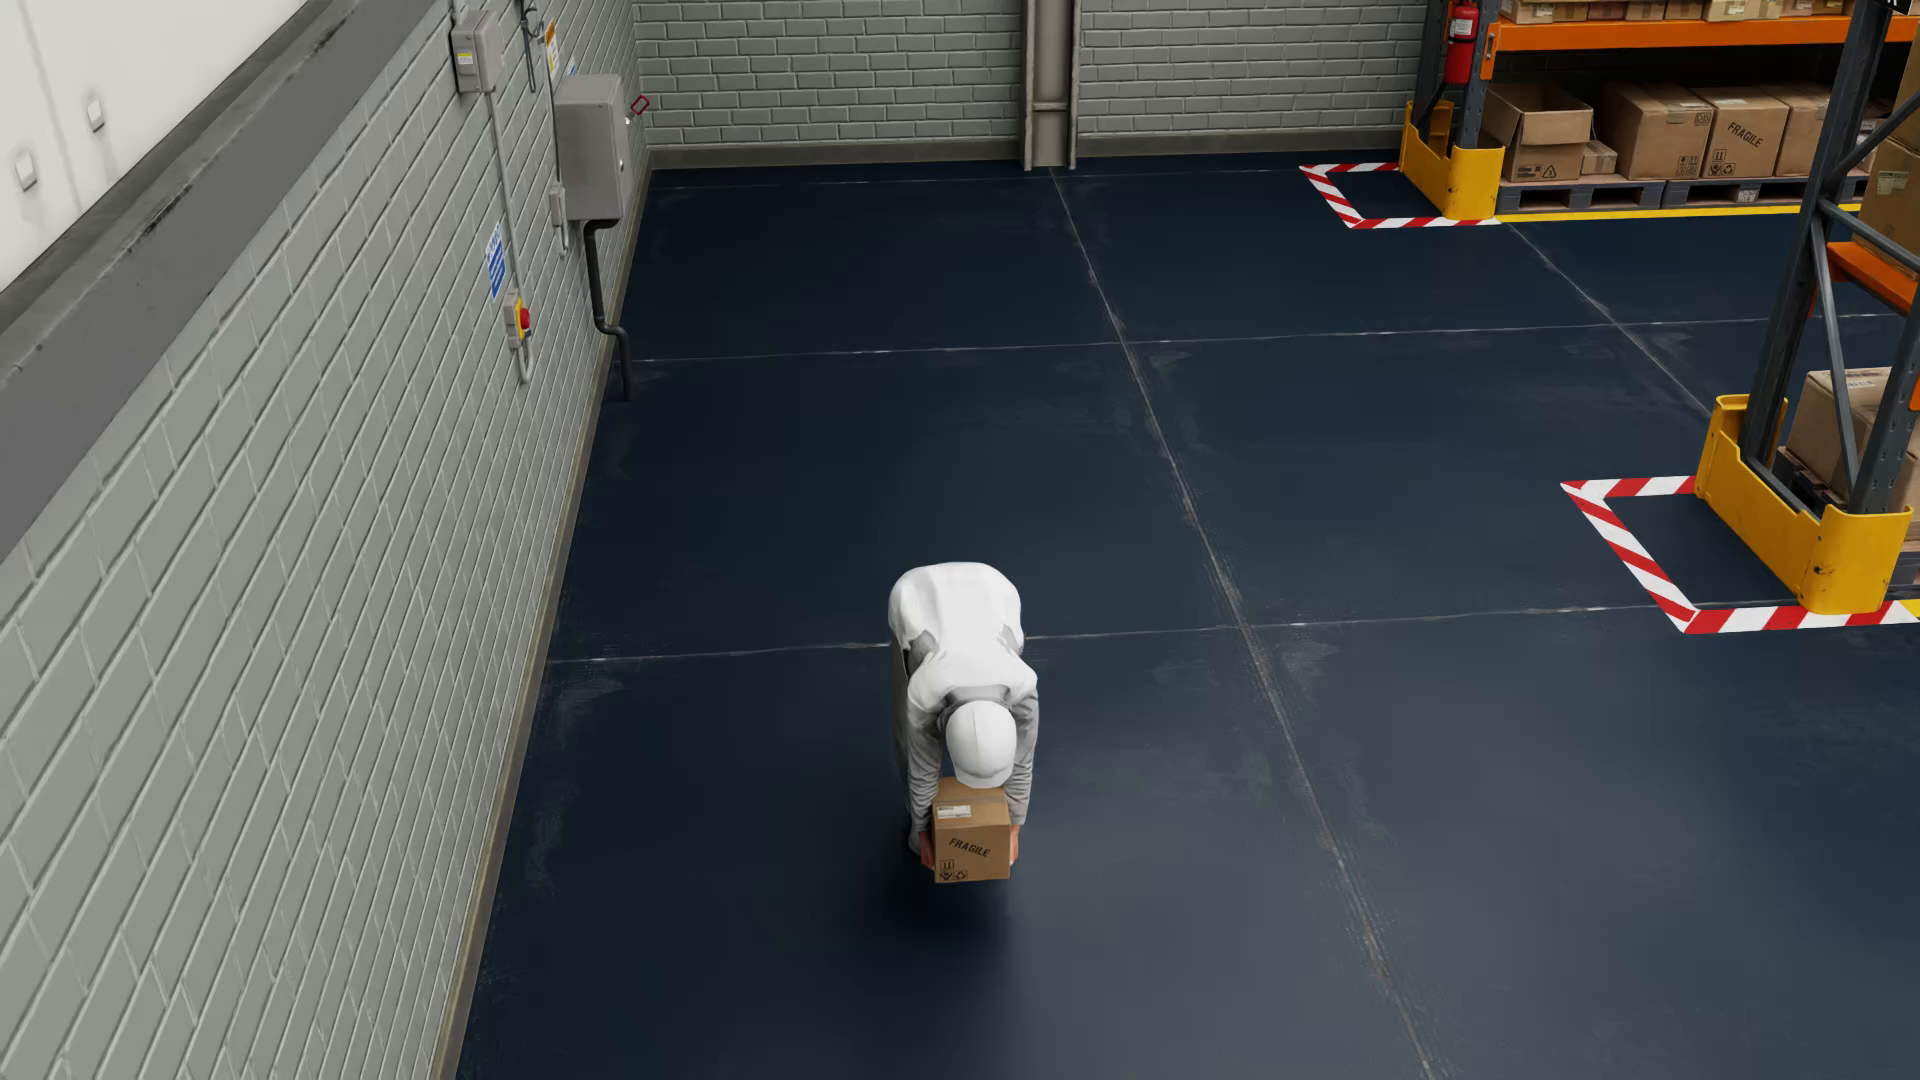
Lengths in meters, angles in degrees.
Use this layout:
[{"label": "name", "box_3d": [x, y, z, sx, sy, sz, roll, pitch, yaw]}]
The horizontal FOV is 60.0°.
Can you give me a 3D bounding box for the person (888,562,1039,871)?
[{"label": "person", "box_3d": [0.023, 0.687, 5.637, 0.477, 1.077, 1.011, -4, 31, -7]}]
